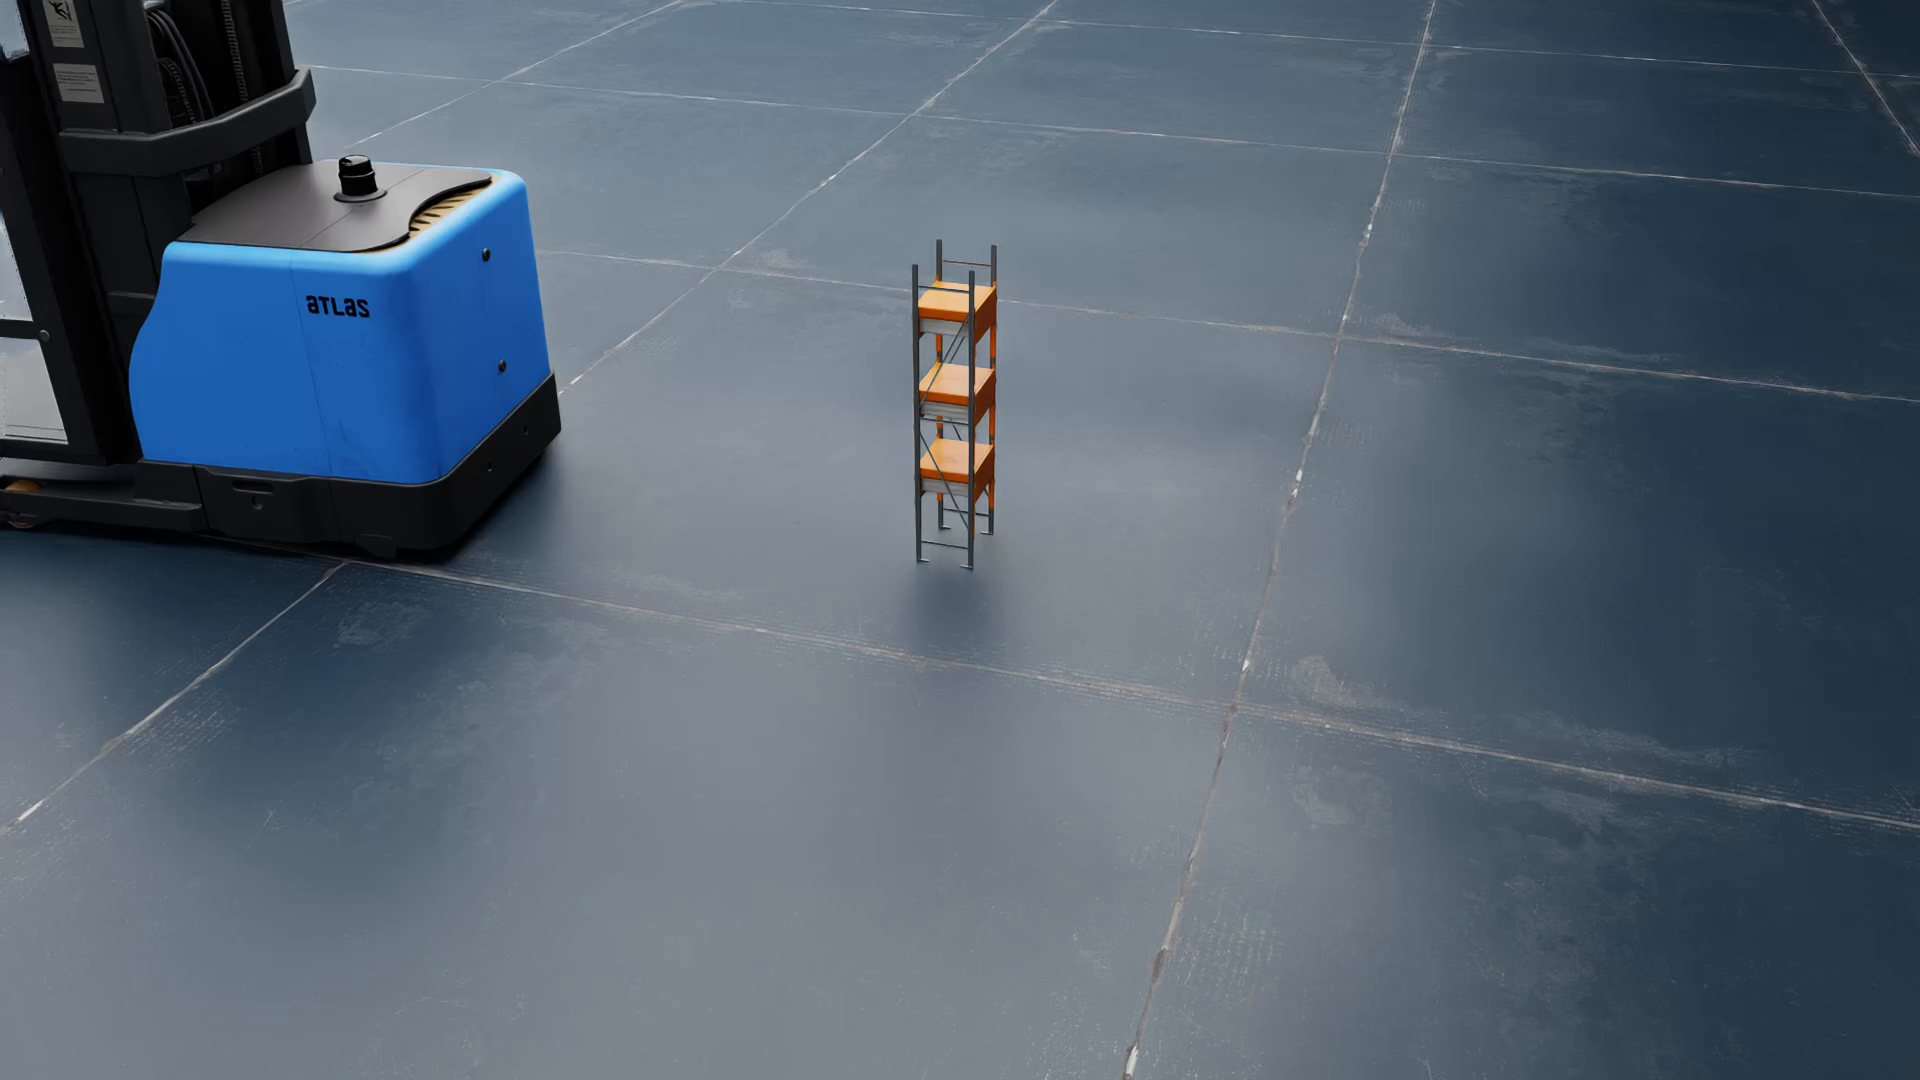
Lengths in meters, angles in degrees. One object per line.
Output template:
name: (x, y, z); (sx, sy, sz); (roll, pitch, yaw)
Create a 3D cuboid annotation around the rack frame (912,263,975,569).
rack frame: (-0.052, -0.377, 5.348); (0.200, 1.050, 0.008); (8, 30, 15)

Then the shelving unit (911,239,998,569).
shelving unit: (-0.016, -0.434, 5.450); (0.215, 1.050, 0.252); (8, 30, 15)

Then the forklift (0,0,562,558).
forklift: (-3.092, -1.566, 5.550); (3.031, 2.935, 1.130); (5, 30, 10)

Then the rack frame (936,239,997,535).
rack frame: (0.020, -0.491, 5.552); (0.200, 1.050, 0.008); (8, 30, 15)

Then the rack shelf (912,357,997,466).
rack shelf: (-0.016, -0.425, 5.455); (0.215, 0.259, 0.240); (8, 30, 15)

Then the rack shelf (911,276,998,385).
rack shelf: (-0.016, -0.673, 5.317); (0.215, 0.259, 0.240); (8, 30, 15)

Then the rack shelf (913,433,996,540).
rack shelf: (-0.016, -0.182, 5.590); (0.215, 0.259, 0.240); (8, 30, 15)
